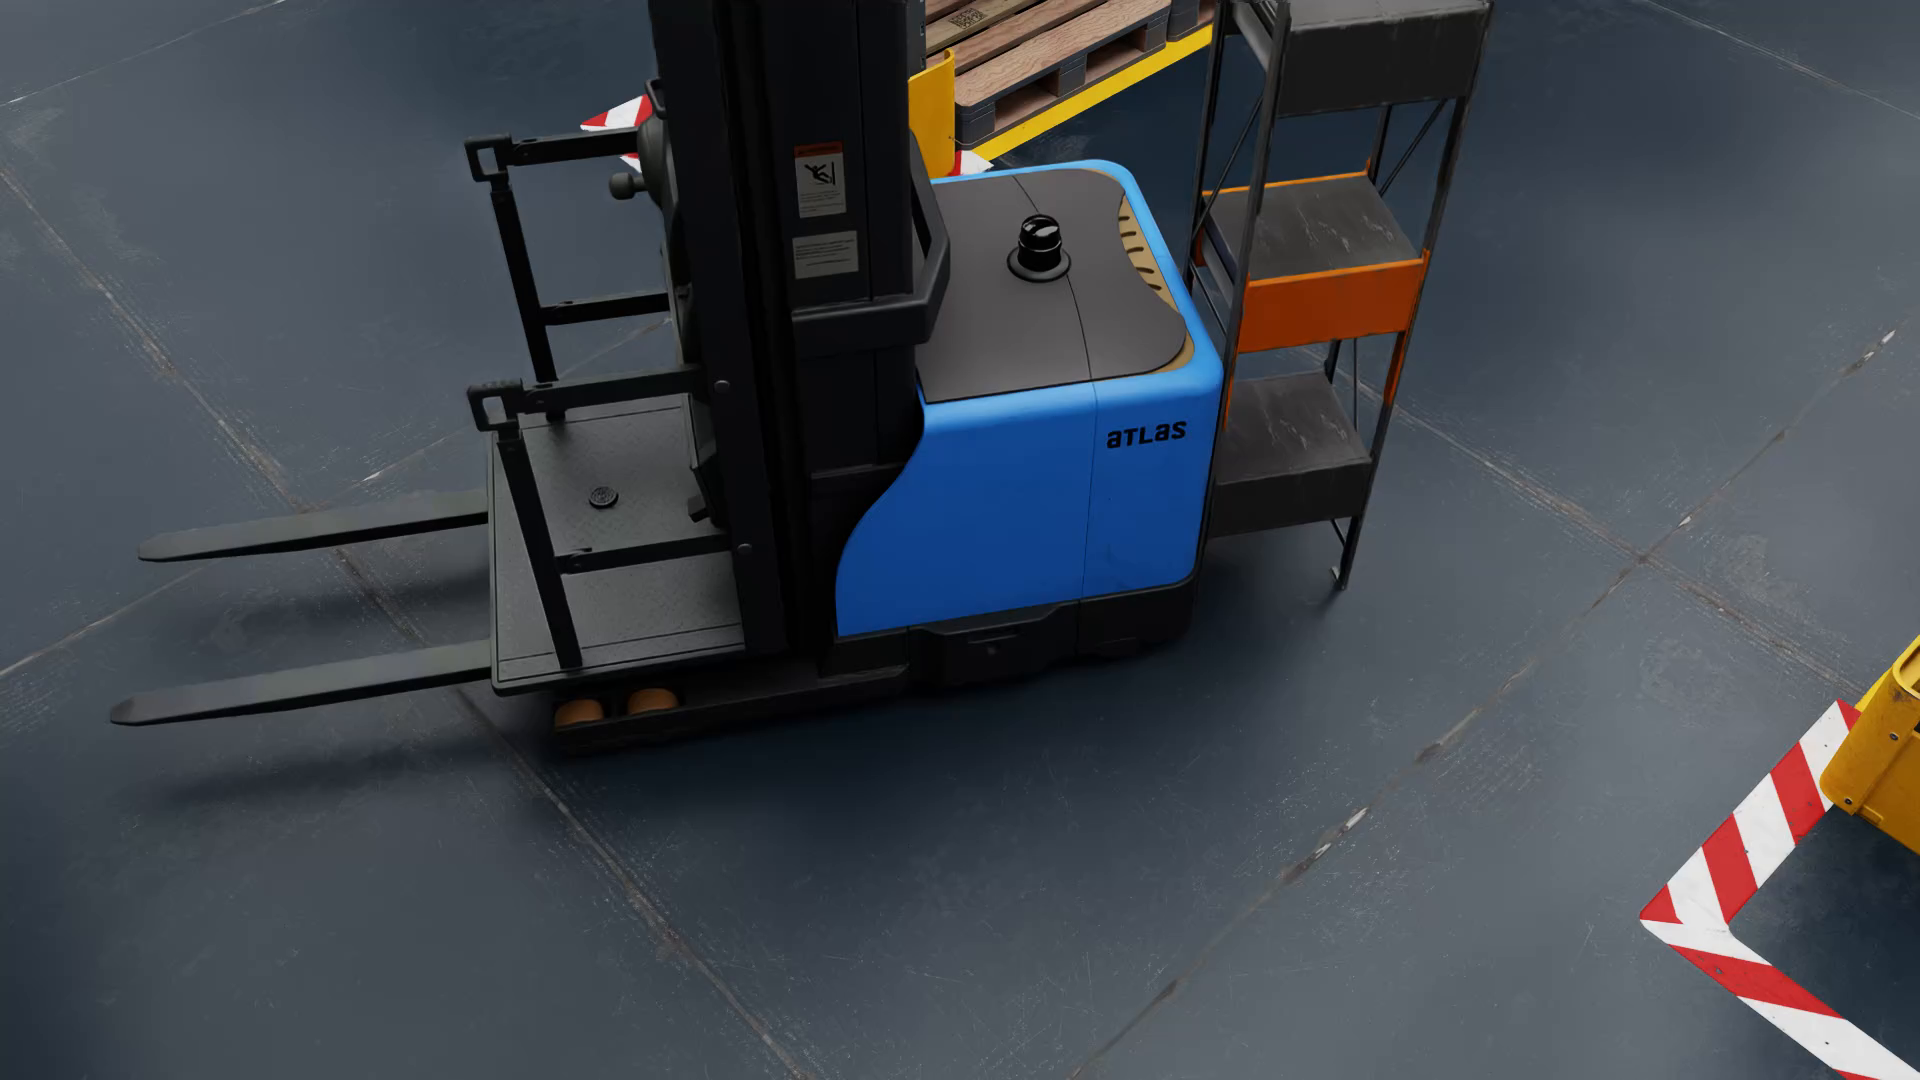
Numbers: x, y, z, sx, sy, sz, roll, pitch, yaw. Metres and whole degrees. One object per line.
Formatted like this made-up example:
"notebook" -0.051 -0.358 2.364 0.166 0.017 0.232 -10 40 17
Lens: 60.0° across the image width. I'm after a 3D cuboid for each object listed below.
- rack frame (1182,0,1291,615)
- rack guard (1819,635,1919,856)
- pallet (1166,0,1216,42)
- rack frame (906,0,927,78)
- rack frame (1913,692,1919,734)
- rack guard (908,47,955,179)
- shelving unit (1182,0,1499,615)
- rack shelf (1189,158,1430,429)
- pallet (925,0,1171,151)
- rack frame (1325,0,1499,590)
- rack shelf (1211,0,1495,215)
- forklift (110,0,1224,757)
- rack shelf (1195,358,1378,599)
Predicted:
"rack frame" 0.659 -0.629 4.402 0.015 2.100 0.400 -9 48 -8
"rack guard" 2.880 0.750 4.218 0.348 0.500 1.175 -34 56 -27
"pallet" 1.033 -2.797 7.687 1.213 0.211 1.003 -34 56 -27
"rack frame" -0.505 -2.755 5.751 0.127 3.000 1.000 -34 56 -27
"rack frame" 2.824 -0.060 3.264 0.127 3.000 1.000 -34 56 -27
"rack guard" -0.514 -1.889 6.653 0.348 0.500 1.175 -34 56 -27
"shelving unit" 0.898 -0.665 4.435 0.503 2.100 0.431 -9 48 -8
"rack shelf" 0.898 -0.656 4.445 0.480 0.518 0.431 -9 48 -8
"pallet" 0.131 -2.196 7.133 1.213 0.211 1.003 -34 56 -27
"rack frame" 1.137 -0.702 4.469 0.015 2.100 0.400 -9 48 -8
"rack shelf" 0.898 -1.131 3.931 0.480 0.518 0.431 -9 48 -8
"forklift" -0.883 -0.816 4.009 3.031 2.935 1.130 -9 48 -8
"rack shelf" 0.898 -0.181 4.960 0.480 0.518 0.431 -9 48 -8
